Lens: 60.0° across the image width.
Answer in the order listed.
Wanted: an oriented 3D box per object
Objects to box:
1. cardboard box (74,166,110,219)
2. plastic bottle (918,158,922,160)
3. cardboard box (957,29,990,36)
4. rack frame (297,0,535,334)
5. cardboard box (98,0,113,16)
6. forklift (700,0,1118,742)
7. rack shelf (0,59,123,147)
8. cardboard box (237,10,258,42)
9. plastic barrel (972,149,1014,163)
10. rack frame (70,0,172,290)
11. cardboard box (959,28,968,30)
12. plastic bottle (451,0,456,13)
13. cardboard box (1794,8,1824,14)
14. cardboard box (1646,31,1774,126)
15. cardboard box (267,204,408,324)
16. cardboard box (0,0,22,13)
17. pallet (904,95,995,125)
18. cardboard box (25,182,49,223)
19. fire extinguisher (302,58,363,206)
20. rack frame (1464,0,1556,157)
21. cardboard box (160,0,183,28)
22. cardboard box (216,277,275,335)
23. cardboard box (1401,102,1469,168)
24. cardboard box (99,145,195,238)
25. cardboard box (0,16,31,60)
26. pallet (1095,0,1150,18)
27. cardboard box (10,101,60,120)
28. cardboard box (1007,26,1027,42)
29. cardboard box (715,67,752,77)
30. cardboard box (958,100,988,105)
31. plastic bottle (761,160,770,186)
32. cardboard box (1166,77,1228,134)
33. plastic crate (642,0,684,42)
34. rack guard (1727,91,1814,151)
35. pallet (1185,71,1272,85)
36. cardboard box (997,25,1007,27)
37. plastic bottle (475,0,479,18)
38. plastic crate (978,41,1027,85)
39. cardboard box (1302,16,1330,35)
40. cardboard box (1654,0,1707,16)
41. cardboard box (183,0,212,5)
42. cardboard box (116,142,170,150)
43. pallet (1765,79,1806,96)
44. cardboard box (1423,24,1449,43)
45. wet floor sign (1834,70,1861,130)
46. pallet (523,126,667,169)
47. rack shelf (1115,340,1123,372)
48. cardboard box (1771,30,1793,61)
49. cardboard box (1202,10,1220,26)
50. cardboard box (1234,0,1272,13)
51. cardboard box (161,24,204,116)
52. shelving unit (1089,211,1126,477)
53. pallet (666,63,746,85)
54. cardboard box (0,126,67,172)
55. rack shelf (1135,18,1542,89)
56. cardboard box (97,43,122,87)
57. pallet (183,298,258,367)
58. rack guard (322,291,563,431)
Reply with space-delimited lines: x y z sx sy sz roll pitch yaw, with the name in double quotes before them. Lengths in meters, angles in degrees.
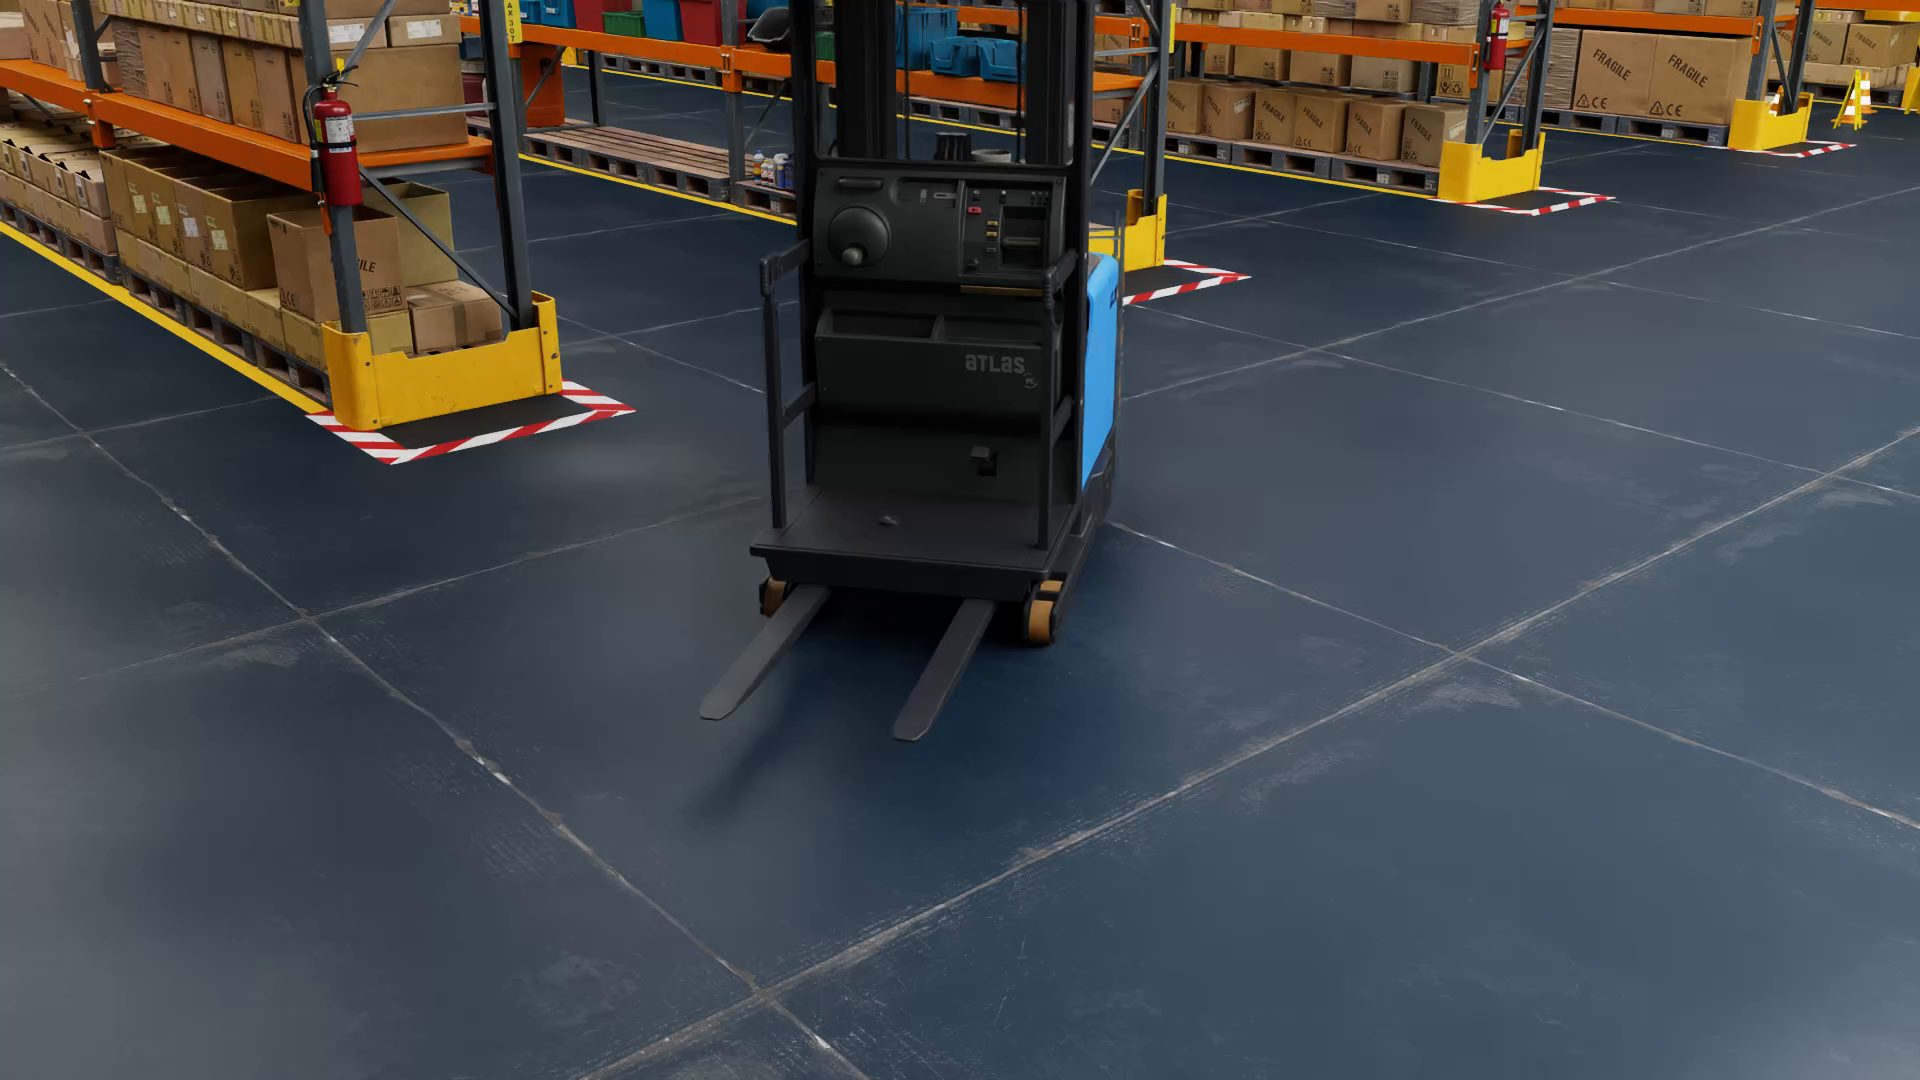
"cardboard box" -5.807 -2.454 11.561 0.500 0.311 0.500 -17 27 -37
"plastic bottle" -0.328 -2.995 13.654 0.097 0.271 0.097 0 21 0
"cardboard box" 0.031 -5.908 19.752 0.500 0.250 0.500 -16 27 -35
"rack frame" -2.714 -2.129 8.306 1.000 3.000 0.127 -17 27 -37
"cardboard box" -5.296 -3.462 10.683 0.380 0.149 0.250 -18 27 -38
"forklift" -0.125 -1.134 5.861 1.130 2.935 3.031 5 22 12
"rack shelf" -6.631 -3.451 12.669 1.077 0.370 4.000 -17 27 -37
"cardboard box" -3.609 -2.750 8.866 0.380 0.149 0.250 -17 27 -37
"plastic barrel" 0.226 -2.646 12.462 0.421 0.512 0.421 0 21 0
"rack frame" -5.325 -3.234 11.127 1.000 3.000 0.127 -17 27 -37
"cardboard box" 0.151 -8.044 26.333 0.380 0.149 0.250 -19 28 -40
"plastic bottle" -5.362 -5.696 17.686 0.097 0.201 0.097 0 21 0
"cardboard box" 10.957 -6.799 21.508 0.380 0.149 0.250 -16 27 -35
"cardboard box" 8.124 -5.016 18.016 0.875 0.875 0.875 -17 27 -37
"cardboard box" -3.290 -1.470 8.791 0.500 0.500 0.500 -17 27 -37
"cardboard box" -8.433 -4.728 14.230 0.500 0.500 0.700 12 24 28
"pallet" 0.080 -5.181 19.923 1.003 0.211 1.213 -17 27 -37
"cardboard box" -6.810 -2.617 12.747 0.500 0.250 0.500 -17 27 -36
"fire extinguisher" -2.989 -1.949 7.954 0.296 0.674 0.183 -17 27 -37
"rack frame" 4.793 -4.486 14.324 1.000 3.000 0.127 -17 27 -37
"cardboard box" -4.452 -3.107 9.777 0.380 0.149 0.250 -18 28 -39
"cardboard box" -3.951 -1.395 9.626 0.500 0.250 0.500 -17 27 -37
"cardboard box" 4.398 -3.694 15.154 0.500 0.500 0.500 -12 24 -28
"cardboard box" -5.260 -2.295 10.898 0.500 0.500 0.500 -17 27 -37
"cardboard box" -7.499 -4.004 13.216 0.500 0.311 0.500 -18 28 -38
"pallet" 1.793 -5.747 17.808 1.003 0.211 1.213 -17 27 -37
"cardboard box" -8.363 -3.717 15.185 0.500 0.500 0.500 -19 28 -39
"cardboard box" 1.065 -7.718 25.429 0.500 0.500 0.500 -16 27 -35
"cardboard box" -2.607 -6.835 22.660 1.225 0.875 0.875 -17 27 -37
"cardboard box" 0.395 -5.406 19.499 0.500 0.500 0.700 20 29 41
"plastic bottle" -1.628 -3.093 14.002 0.097 0.201 0.097 0 21 0
"cardboard box" 2.413 -4.502 17.218 0.500 0.500 0.500 -18 28 -39
"plastic crate" -2.526 -4.635 14.727 0.392 0.384 0.575 -17 27 -37
"rack guard" 8.632 -4.468 17.706 1.175 0.500 0.348 -17 27 -37
"pallet" 3.852 -6.315 22.817 1.003 0.211 1.213 -17 27 -37
"cardboard box" 0.716 -8.244 26.436 0.380 0.149 0.250 -16 27 -35
"plastic bottle" -4.981 -5.535 17.274 0.097 0.201 0.097 0 21 0
"plastic crate" 0.487 -3.304 11.512 0.499 0.251 0.616 -17 27 -37
"cardboard box" 3.392 -4.788 15.439 0.380 0.149 0.250 -17 27 -37
"cardboard box" 7.965 -5.947 17.849 0.875 0.550 0.550 -17 27 -37
"cardboard box" -4.048 -3.347 9.501 0.700 0.500 0.500 -17 27 -37
"cardboard box" -6.068 -2.866 12.613 0.500 0.311 0.500 -19 28 -39
"pallet" 10.955 -6.137 22.364 1.003 0.211 1.213 -17 27 -37
"cardboard box" 4.288 -4.468 14.622 0.380 0.149 0.250 -17 27 -37
"wet floor sign" 10.135 -5.006 18.880 0.232 0.644 0.267 17 27 36
"pallet" -3.705 -3.995 16.895 1.003 0.211 1.213 -17 27 -37
"rack shelf" 0.602 -0.843 7.612 0.258 0.103 0.180 -1 21 -3
"cardboard box" 10.913 -6.553 21.768 0.500 0.500 0.500 -18 28 -39
"cardboard box" 2.602 -5.141 16.342 0.380 0.149 0.250 -17 27 -37
"cardboard box" 3.131 -5.376 16.052 0.875 0.500 0.500 -17 27 -37
"cardboard box" -4.357 -2.875 10.075 0.700 0.500 0.500 -17 27 -37
"shelving unit" 0.602 -0.884 7.596 0.258 1.200 0.189 -1 21 -3
"pallet" -3.477 -6.731 23.881 1.003 0.211 1.213 -17 27 -37
"cardboard box" -7.467 -3.157 13.358 0.500 0.311 0.500 -18 28 -39
"rack shelf" 3.488 -4.703 15.866 1.077 0.370 4.000 -17 27 -37
"cardboard box" -5.680 -3.289 11.475 0.500 0.250 0.500 -15 26 -34
"pallet" -4.037 -1.368 10.188 1.003 0.211 1.213 -17 27 -37
"rack guard" -2.698 -0.958 8.744 1.175 0.500 0.348 -17 27 -37
